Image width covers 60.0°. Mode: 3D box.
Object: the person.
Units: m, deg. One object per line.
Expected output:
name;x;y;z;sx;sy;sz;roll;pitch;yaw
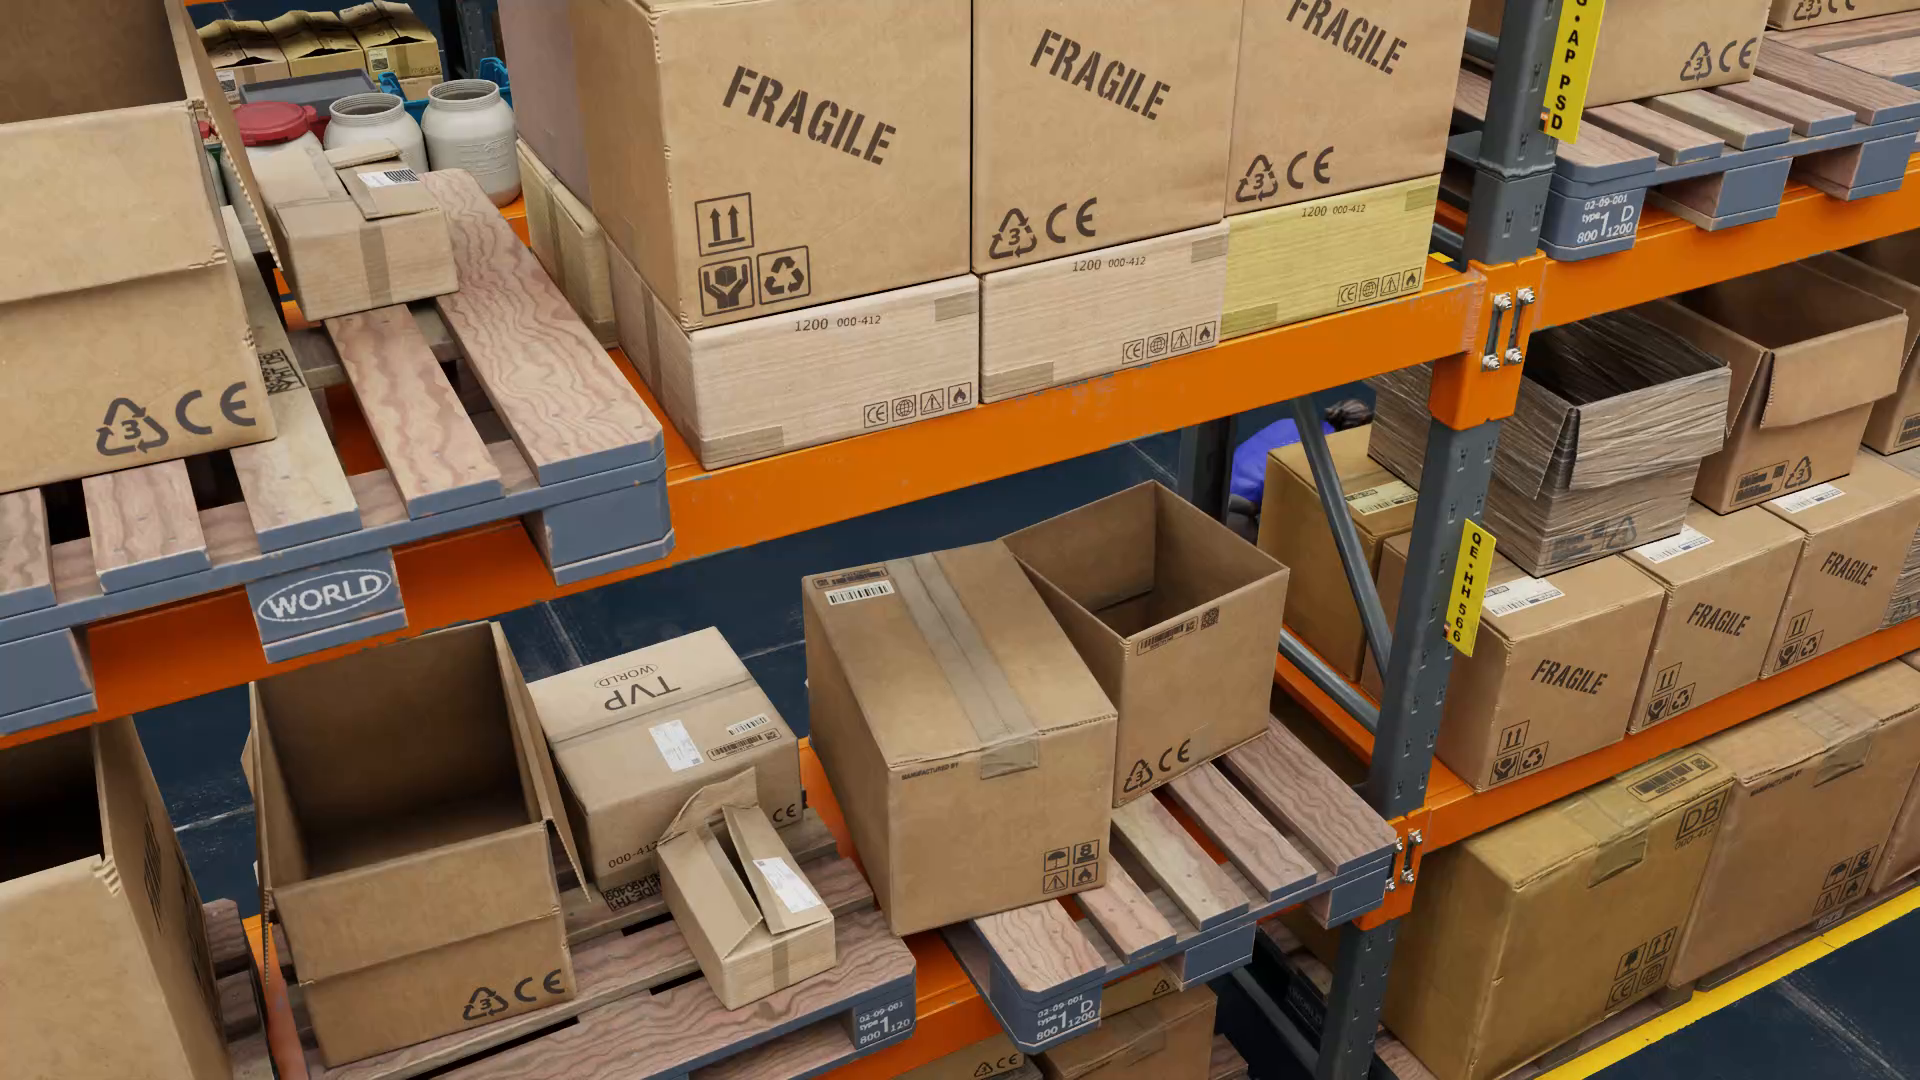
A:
person;1.247;0.014;6.632;0.850;1.105;0.437;-16;36;-23
